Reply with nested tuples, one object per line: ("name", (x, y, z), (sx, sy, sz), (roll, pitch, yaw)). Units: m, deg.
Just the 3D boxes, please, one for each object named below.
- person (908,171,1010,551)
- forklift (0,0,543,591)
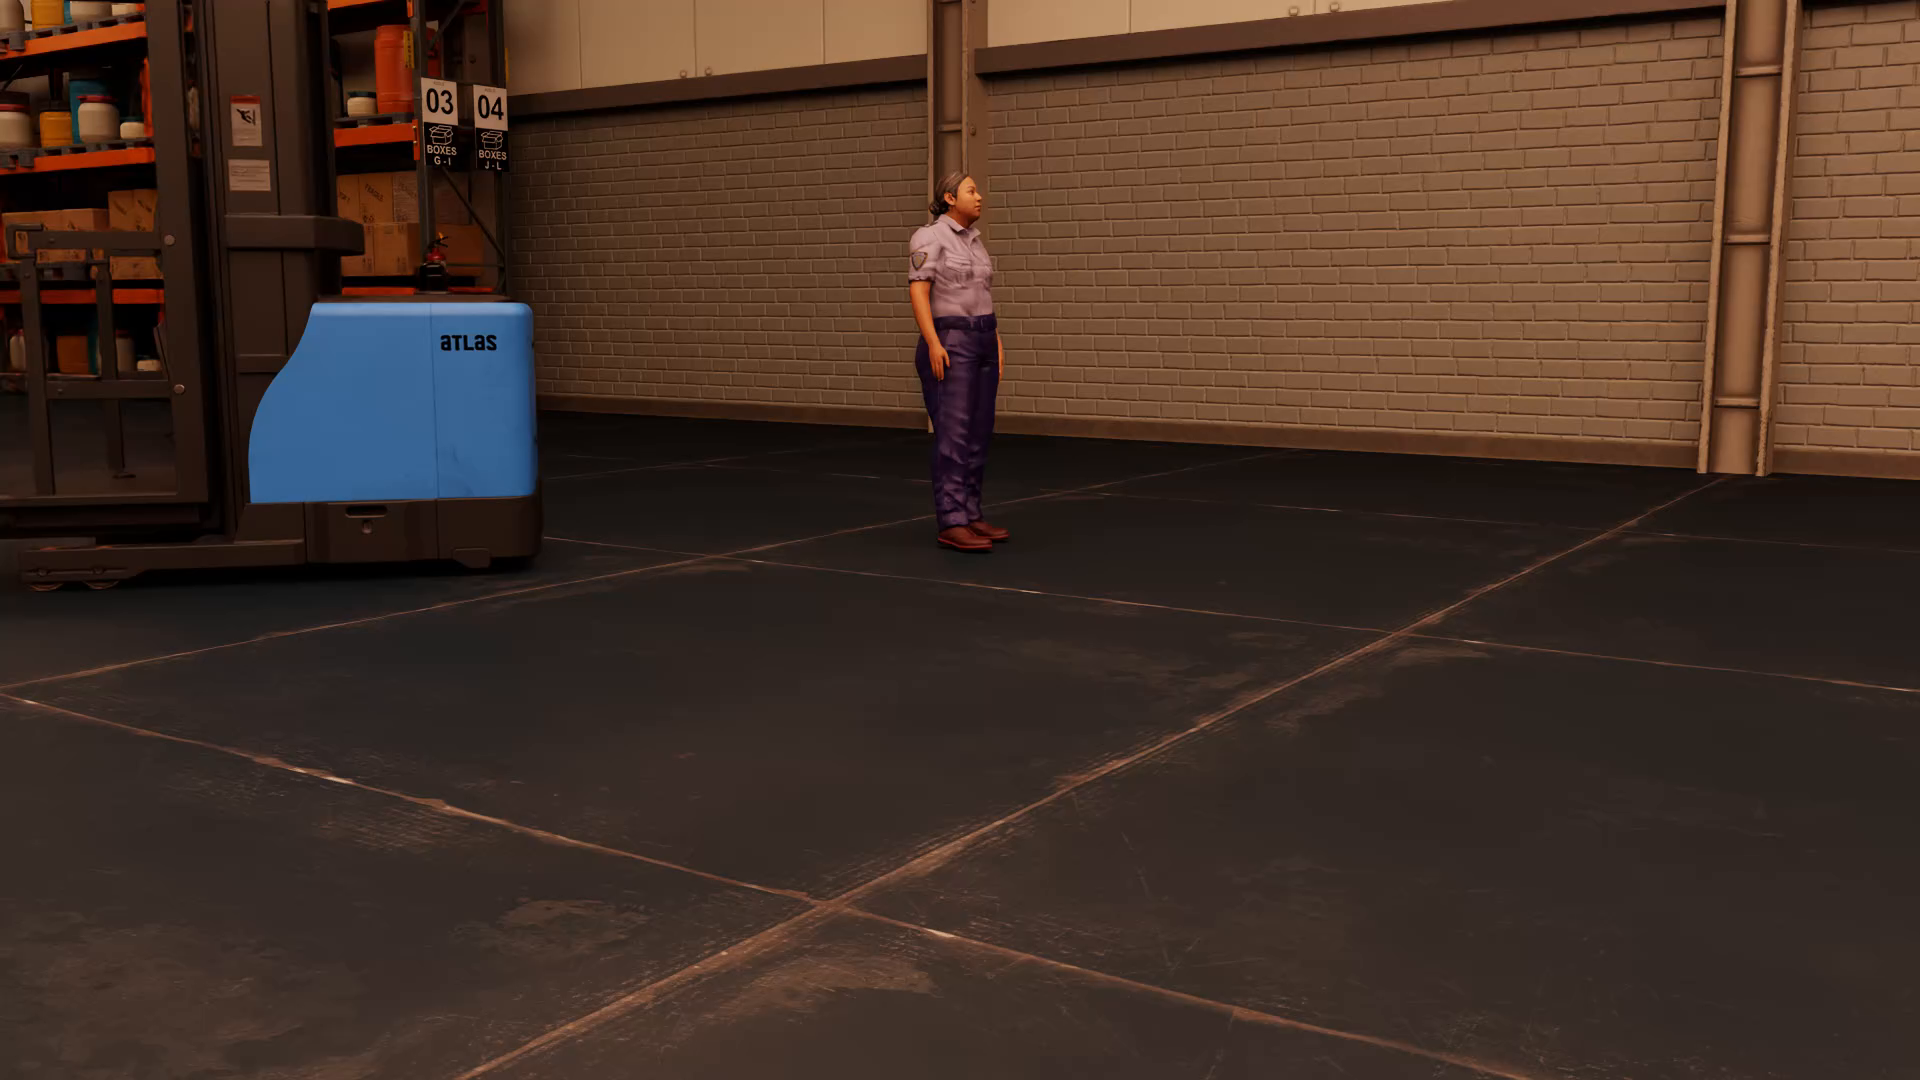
("person", (0.061, -0.809, 7.419), (0.503, 1.640, 0.598), (5, 10, 34))
("forklift", (-3.278, -1.340, 6.616), (3.031, 2.935, 1.130), (-2, 8, -13))
